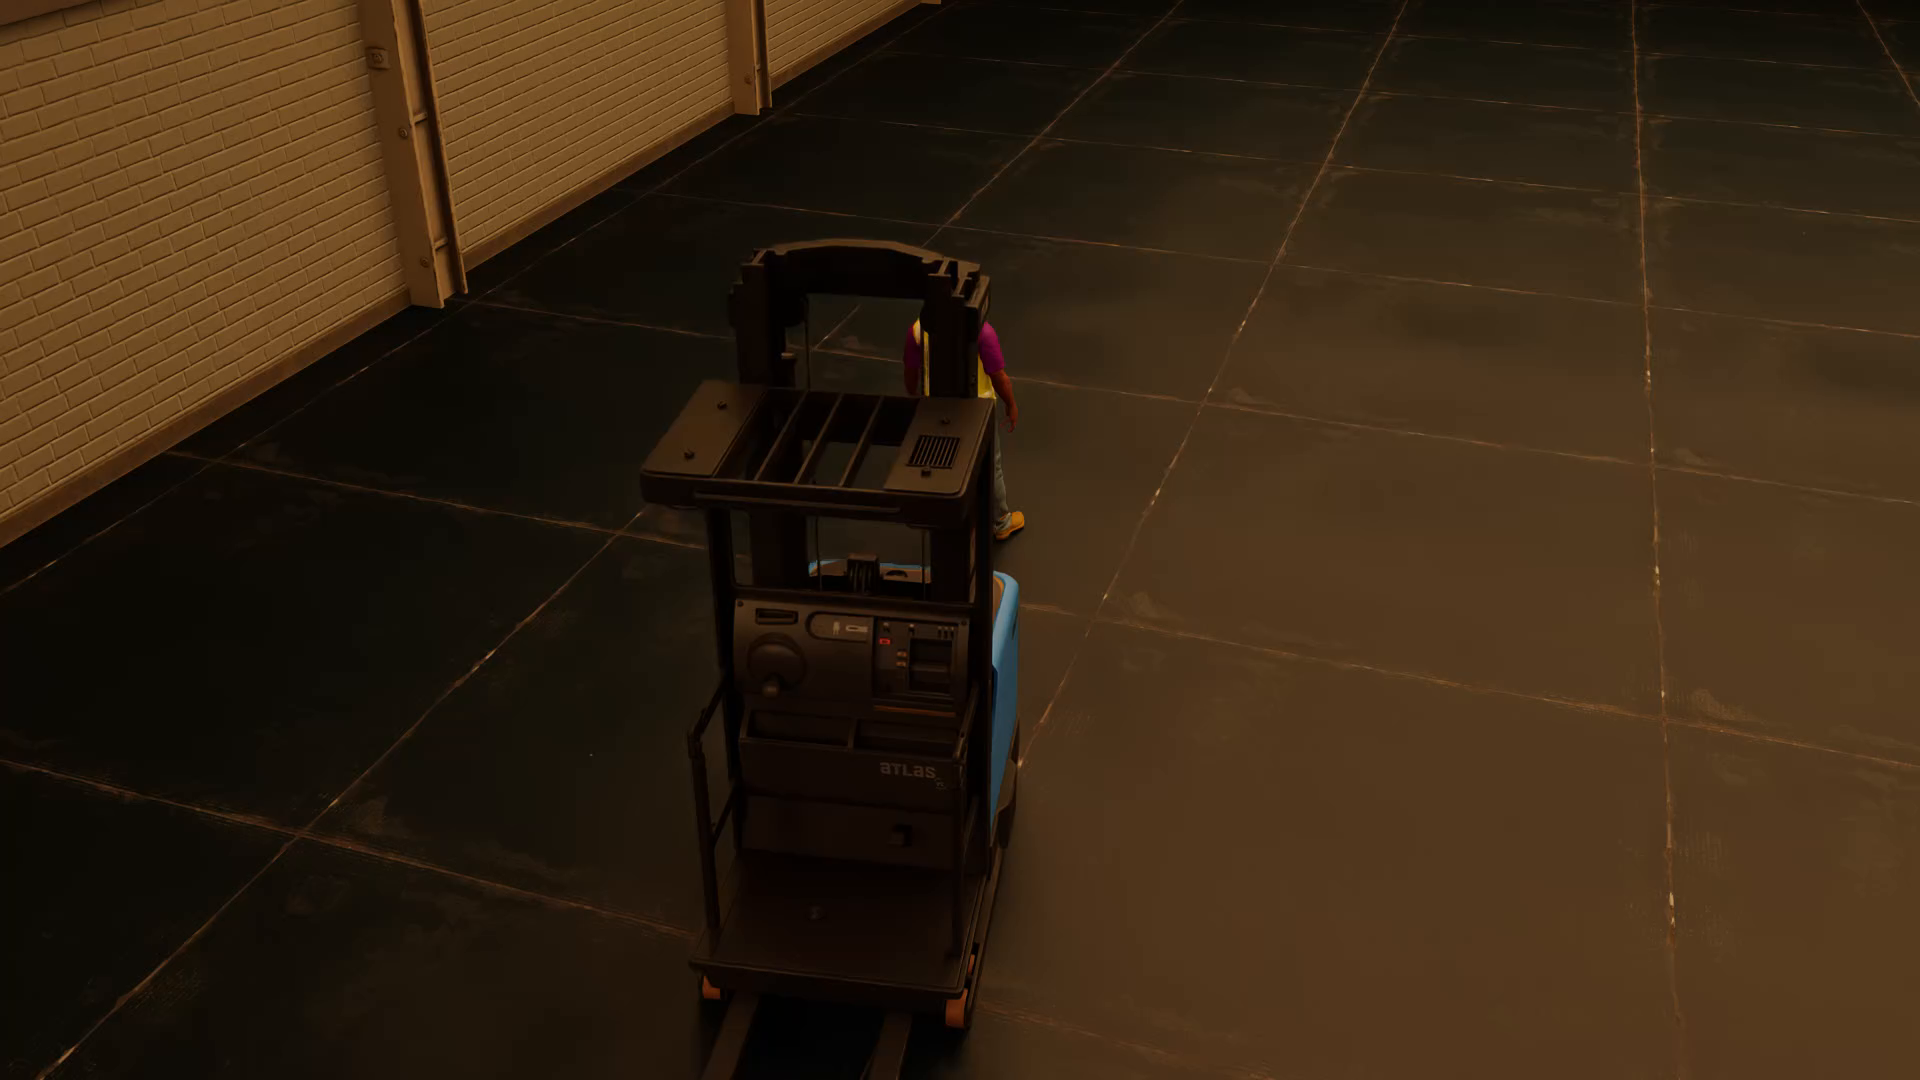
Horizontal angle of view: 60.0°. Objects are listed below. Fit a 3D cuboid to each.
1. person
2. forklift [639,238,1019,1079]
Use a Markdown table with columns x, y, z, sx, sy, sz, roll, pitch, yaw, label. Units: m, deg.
| x | y | z | sx | sy | sz | roll | pitch | yaw | label |
| --- | --- | --- | --- | --- | --- | --- | --- | --- | --- |
| 0.028 | -0.805 | 9.710 | 0.665 | 1.765 | 0.577 | 10 | 31 | 16 | person |
| -0.456 | 0.491 | 6.275 | 1.130 | 2.935 | 3.031 | 5 | 30 | 8 | forklift |
